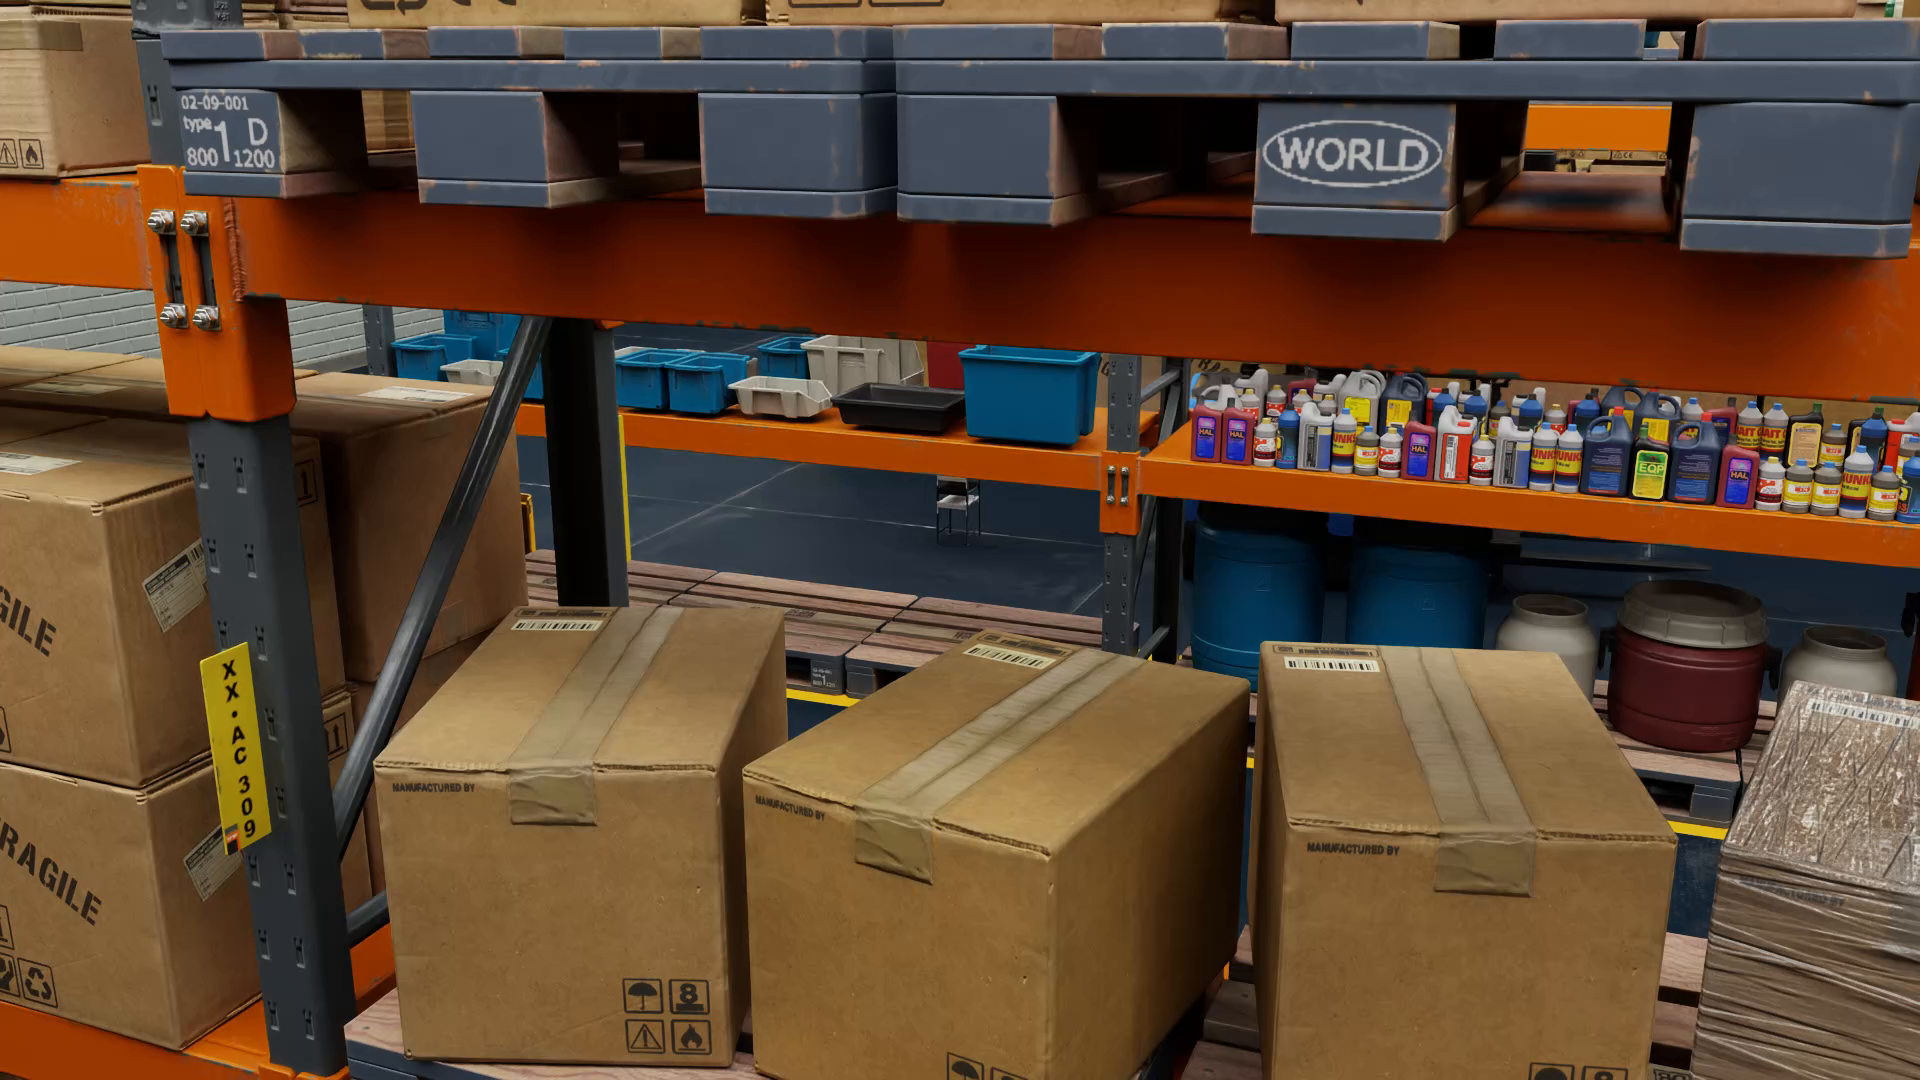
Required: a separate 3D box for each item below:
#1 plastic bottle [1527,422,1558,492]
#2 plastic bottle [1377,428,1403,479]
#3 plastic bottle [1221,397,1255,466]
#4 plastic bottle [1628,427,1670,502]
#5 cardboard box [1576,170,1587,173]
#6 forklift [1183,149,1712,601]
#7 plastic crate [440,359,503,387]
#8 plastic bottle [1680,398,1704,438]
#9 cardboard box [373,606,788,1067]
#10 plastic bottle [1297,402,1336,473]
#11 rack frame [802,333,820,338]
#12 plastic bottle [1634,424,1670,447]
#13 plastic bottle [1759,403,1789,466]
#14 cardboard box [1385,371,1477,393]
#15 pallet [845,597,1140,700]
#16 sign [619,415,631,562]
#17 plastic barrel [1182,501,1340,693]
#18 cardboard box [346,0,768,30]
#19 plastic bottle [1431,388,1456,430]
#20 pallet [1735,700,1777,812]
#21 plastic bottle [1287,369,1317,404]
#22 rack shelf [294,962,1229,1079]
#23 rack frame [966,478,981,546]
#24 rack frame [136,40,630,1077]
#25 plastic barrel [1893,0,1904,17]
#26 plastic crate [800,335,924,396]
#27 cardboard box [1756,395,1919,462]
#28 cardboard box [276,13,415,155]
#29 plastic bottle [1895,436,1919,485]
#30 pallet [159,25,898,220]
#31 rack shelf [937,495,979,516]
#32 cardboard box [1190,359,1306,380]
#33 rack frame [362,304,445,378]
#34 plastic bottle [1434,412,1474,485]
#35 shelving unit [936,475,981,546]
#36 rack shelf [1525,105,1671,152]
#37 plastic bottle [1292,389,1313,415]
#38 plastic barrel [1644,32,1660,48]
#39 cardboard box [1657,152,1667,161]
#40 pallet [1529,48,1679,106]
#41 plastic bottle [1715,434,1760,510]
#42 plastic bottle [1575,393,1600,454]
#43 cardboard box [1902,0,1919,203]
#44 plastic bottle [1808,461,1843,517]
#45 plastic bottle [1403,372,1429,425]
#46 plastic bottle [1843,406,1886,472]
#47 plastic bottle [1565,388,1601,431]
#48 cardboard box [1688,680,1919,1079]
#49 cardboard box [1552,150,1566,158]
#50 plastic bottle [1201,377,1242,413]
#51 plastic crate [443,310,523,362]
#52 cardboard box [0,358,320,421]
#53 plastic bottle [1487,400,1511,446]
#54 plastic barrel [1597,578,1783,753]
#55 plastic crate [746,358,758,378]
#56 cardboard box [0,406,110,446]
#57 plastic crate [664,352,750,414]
[{"bbox_3d":[2.345,-0.337,6.685,0.097,0.271,0.097,0,16,0],"label":"plastic bottle"},{"bbox_3d":[1.790,-0.364,6.905,0.097,0.201,0.097,0,16,0],"label":"plastic bottle"},{"bbox_3d":[1.188,-0.464,7.103,0.133,0.283,0.061,6,17,21],"label":"plastic bottle"},{"bbox_3d":[2.708,-0.297,6.527,0.133,0.283,0.061,6,17,21],"label":"plastic bottle"},{"bbox_3d":[5.777,-3.344,15.442,0.250,0.149,0.380,6,17,20],"label":"cardboard box"},{"bbox_3d":[2.818,-1.220,9.618,3.031,2.935,1.130,4,17,13],"label":"forklift"},{"bbox_3d":[-2.465,-0.829,8.513,0.298,0.136,0.250,6,17,21],"label":"plastic crate"},{"bbox_3d":[3.144,-0.477,7.166,0.097,0.271,0.097,0,16,0],"label":"plastic bottle"},{"bbox_3d":[-0.583,0.459,2.781,0.500,0.500,0.700,1,16,2],"label":"cardboard box"},{"bbox_3d":[1.511,-0.439,7.029,0.135,0.276,0.152,6,17,21],"label":"plastic bottle"},{"bbox_3d":[-1.024,-2.376,13.478,0.127,3.000,1.000,6,17,21],"label":"rack frame"},{"bbox_3d":[2.731,-0.313,6.581,0.133,0.283,0.061,6,17,21],"label":"plastic bottle"},{"bbox_3d":[3.450,-0.443,7.050,0.097,0.271,0.097,0,16,0],"label":"plastic bottle"},{"bbox_3d":[3.300,-1.088,12.099,0.875,0.875,1.225,6,17,21],"label":"cardboard box"},{"bbox_3d":[0.181,0.592,8.257,1.213,0.211,1.003,6,17,21],"label":"pallet"},{"bbox_3d":[-0.741,-0.098,3.555,0.005,0.325,0.100,6,17,21],"label":"sign"},{"bbox_3d":[1.379,0.184,7.671,0.708,0.901,0.600,6,17,21],"label":"plastic barrel"},{"bbox_3d":[-0.500,-1.066,2.472,0.600,0.600,0.600,5,17,15],"label":"cardboard box"},{"bbox_3d":[2.145,-0.541,7.387,0.097,0.271,0.097,0,16,0],"label":"plastic bottle"},{"bbox_3d":[3.852,0.996,6.864,1.213,0.211,1.003,6,17,21],"label":"pallet"},{"bbox_3d":[1.597,-0.658,7.769,0.133,0.283,0.061,6,17,21],"label":"plastic bottle"},{"bbox_3d":[0.919,1.152,2.615,4.000,0.370,1.077,6,17,21],"label":"rack shelf"},{"bbox_3d":[0.087,-0.423,10.515,0.006,0.900,0.240,6,17,21],"label":"rack frame"},{"bbox_3d":[-0.941,0.602,3.220,0.127,3.000,1.000,6,17,21],"label":"rack frame"},{"bbox_3d":[3.549,-1.921,6.024,0.301,0.262,0.301,0,16,0],"label":"plastic barrel"},{"bbox_3d":[-0.473,-0.858,8.354,0.530,0.282,0.437,6,17,21],"label":"plastic crate"},{"bbox_3d":[5.784,-0.815,11.158,0.875,0.875,1.225,5,17,18],"label":"cardboard box"},{"bbox_3d":[-1.303,-0.880,3.215,0.500,0.250,0.500,6,17,21],"label":"cardboard box"},{"bbox_3d":[3.858,-0.319,6.748,0.097,0.201,0.097,0,16,0],"label":"plastic bottle"},{"bbox_3d":[-0.360,-0.663,2.535,1.003,0.211,1.213,6,17,21],"label":"pallet"},{"bbox_3d":[-0.008,-0.228,10.611,0.200,0.077,0.258,6,17,21],"label":"rack shelf"},{"bbox_3d":[2.112,-1.236,12.610,0.875,0.875,0.875,6,17,21],"label":"cardboard box"},{"bbox_3d":[-2.841,-1.091,9.053,0.127,3.000,1.000,6,17,21],"label":"rack frame"},{"bbox_3d":[2.032,-0.382,6.831,0.135,0.276,0.152,6,17,21],"label":"plastic bottle"},{"bbox_3d":[-0.008,-0.433,10.551,0.210,0.900,0.258,6,17,21],"label":"shelving unit"},{"bbox_3d":[2.740,-1.573,6.621,4.000,0.370,1.077,6,17,21],"label":"rack shelf"},{"bbox_3d":[1.584,-0.596,7.704,0.097,0.201,0.097,0,16,0],"label":"plastic bottle"},{"bbox_3d":[2.523,-2.430,6.632,0.708,0.901,0.600,6,17,21],"label":"plastic barrel"},{"bbox_3d":[8.537,-4.744,19.662,0.500,0.500,0.500,6,17,21],"label":"cardboard box"},{"bbox_3d":[2.701,-1.862,6.666,1.213,0.211,1.003,6,17,21],"label":"pallet"},{"bbox_3d":[3.004,-0.265,6.415,0.133,0.283,0.061,6,17,21],"label":"plastic bottle"},{"bbox_3d":[2.734,-0.503,7.258,0.097,0.271,0.097,0,16,0],"label":"plastic bottle"},{"bbox_3d":[1.403,-0.619,1.865,0.500,0.500,0.910,6,17,21],"label":"cardboard box"},{"bbox_3d":[3.300,-0.198,6.333,0.097,0.201,0.097,0,16,0],"label":"plastic bottle"},{"bbox_3d":[2.027,-0.631,7.554,0.185,0.351,0.144,6,17,21],"label":"plastic bottle"},{"bbox_3d":[3.778,-0.418,6.943,0.133,0.283,0.061,6,17,21],"label":"plastic bottle"},{"bbox_3d":[2.747,-0.532,7.334,0.133,0.283,0.061,6,17,21],"label":"plastic bottle"},{"bbox_3d":[1.372,0.583,2.352,0.500,0.500,0.700,10,19,31],"label":"cardboard box"},{"bbox_3d":[7.120,-4.901,20.202,0.500,0.500,0.500,6,17,20],"label":"cardboard box"},{"bbox_3d":[1.126,-0.534,7.223,0.185,0.351,0.144,6,17,21],"label":"plastic bottle"},{"bbox_3d":[-2.461,-1.151,9.089,0.499,0.435,0.616,6,17,21],"label":"plastic crate"},{"bbox_3d":[-1.757,-0.100,3.665,0.500,0.500,0.500,6,17,19],"label":"cardboard box"},{"bbox_3d":[2.417,-0.523,7.451,0.097,0.201,0.097,0,16,0],"label":"plastic bottle"},{"bbox_3d":[3.089,0.522,7.067,0.708,0.588,0.600,6,17,21],"label":"plastic barrel"},{"bbox_3d":[-1.202,-0.876,8.677,0.250,0.136,0.298,6,17,21],"label":"plastic crate"},{"bbox_3d":[-1.984,0.038,3.191,0.500,0.500,0.500,6,17,20],"label":"cardboard box"},{"bbox_3d":[-1.229,-0.764,8.117,0.300,0.233,0.416,6,17,21],"label":"plastic crate"}]
